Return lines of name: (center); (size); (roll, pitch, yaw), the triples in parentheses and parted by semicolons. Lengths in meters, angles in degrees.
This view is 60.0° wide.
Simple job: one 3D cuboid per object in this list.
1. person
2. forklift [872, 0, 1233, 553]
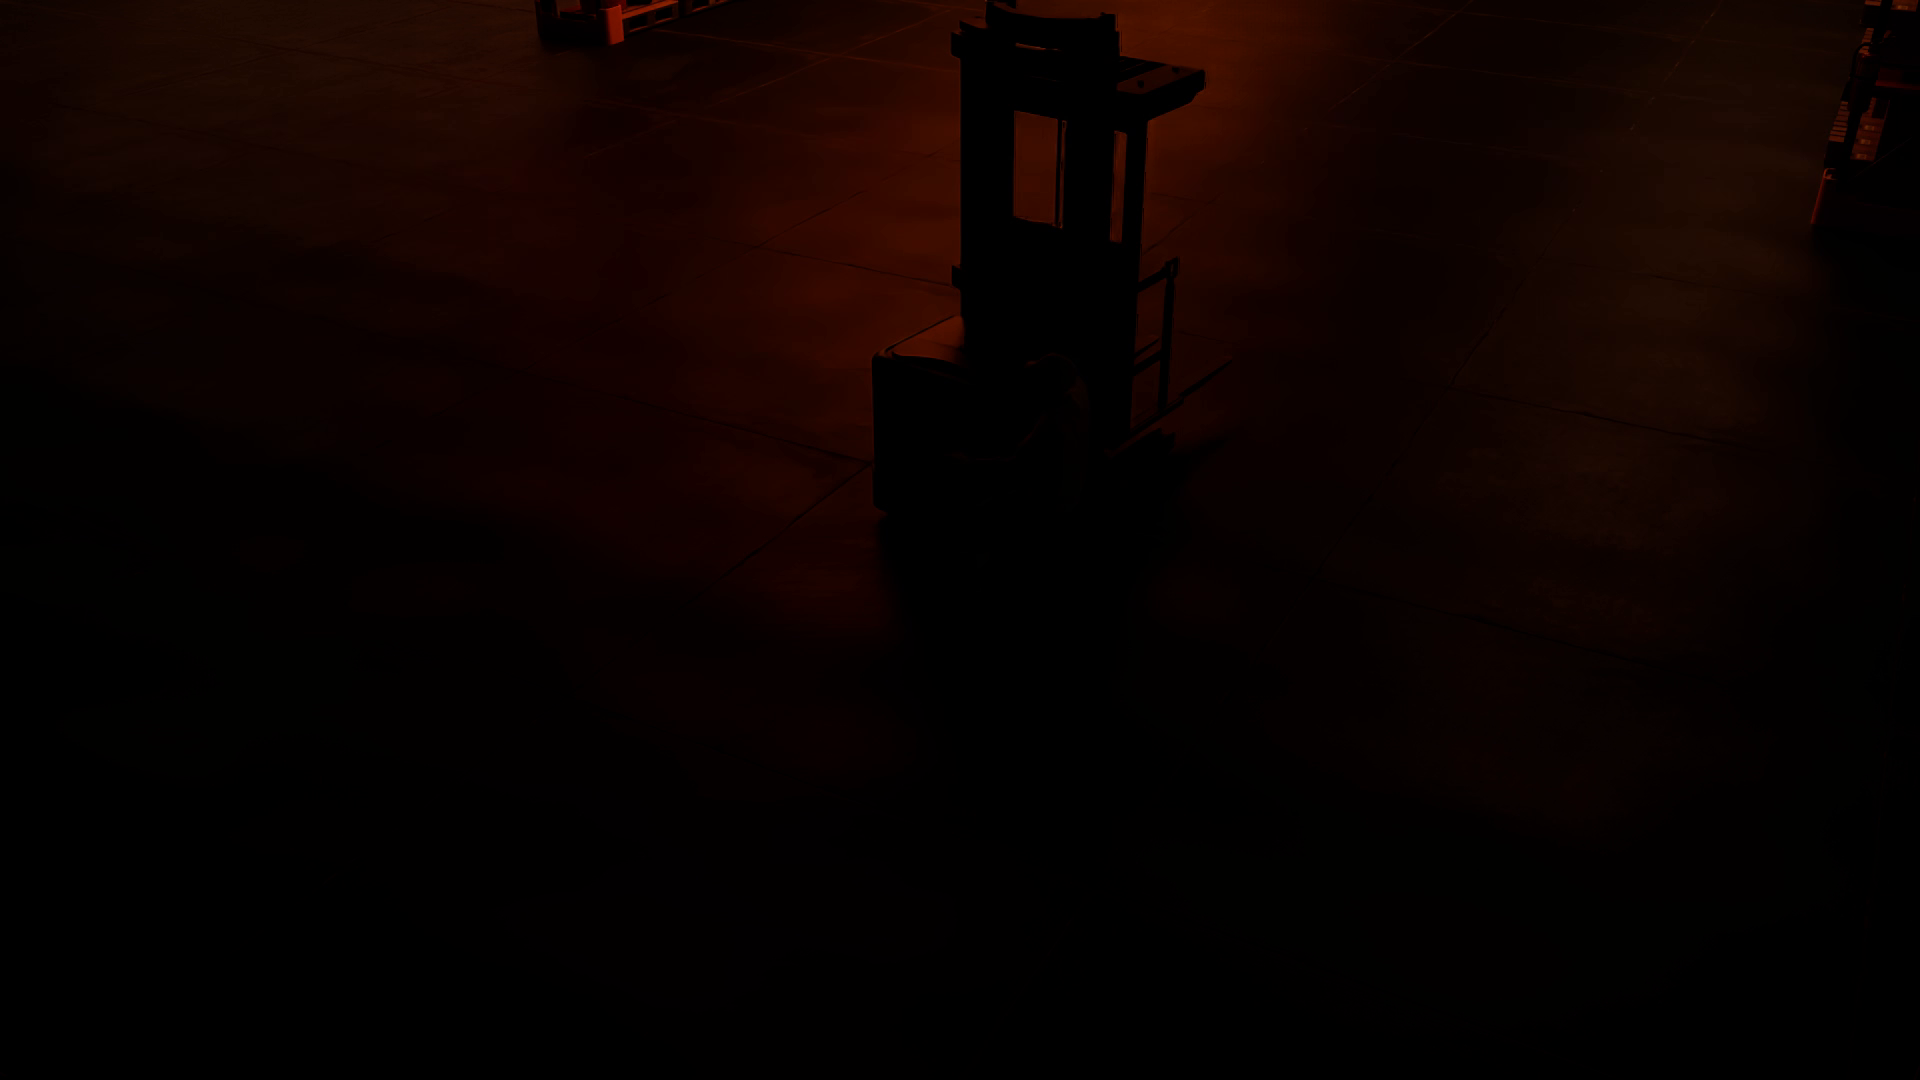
person: (0.266, -0.364, 9.097); (0.871, 1.550, 1.070); (6, 30, 10)
forklift: (0.758, -1.871, 10.313); (1.130, 2.935, 3.031); (21, 36, 32)
